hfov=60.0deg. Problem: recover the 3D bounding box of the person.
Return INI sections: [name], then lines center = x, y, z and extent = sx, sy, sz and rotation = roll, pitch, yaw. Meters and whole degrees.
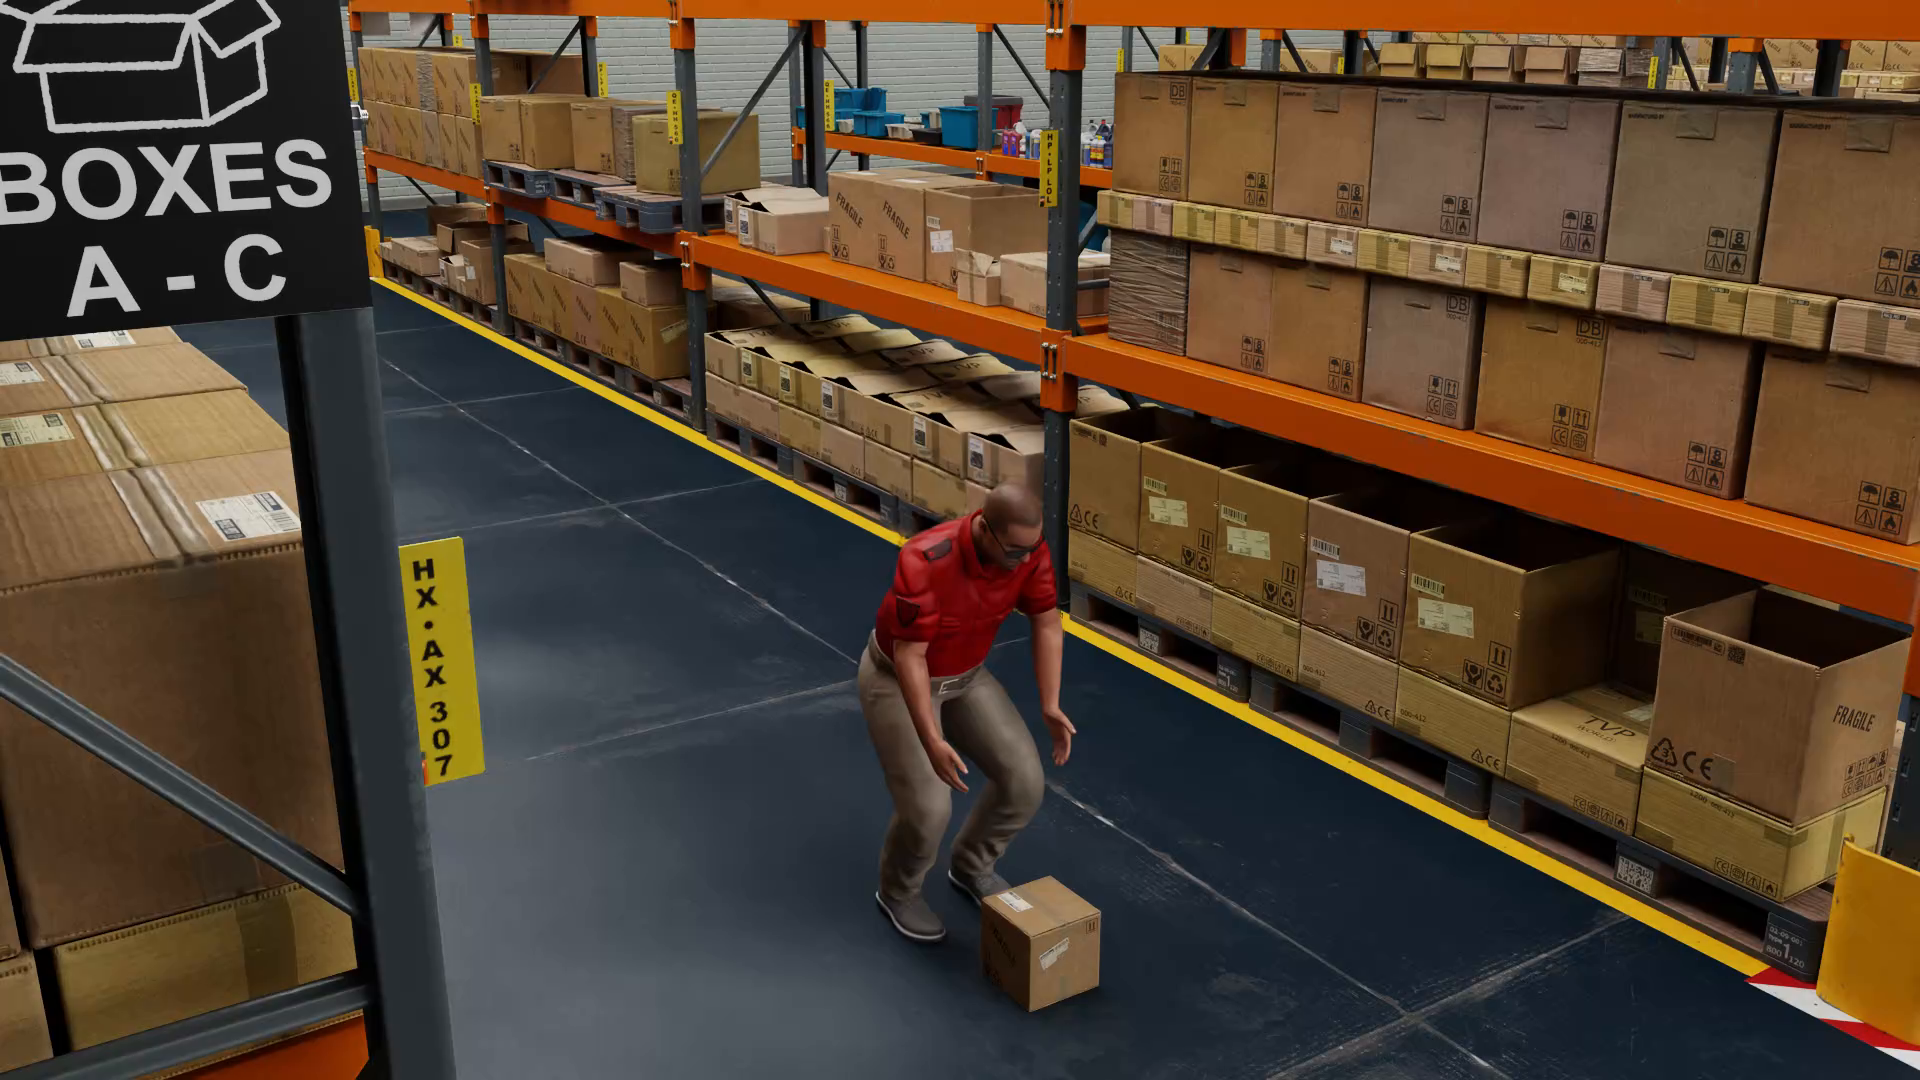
[person]
center = 0.051, 0.826, 5.039
extent = 0.549, 0.856, 0.866
rotation = -11, 21, -31
